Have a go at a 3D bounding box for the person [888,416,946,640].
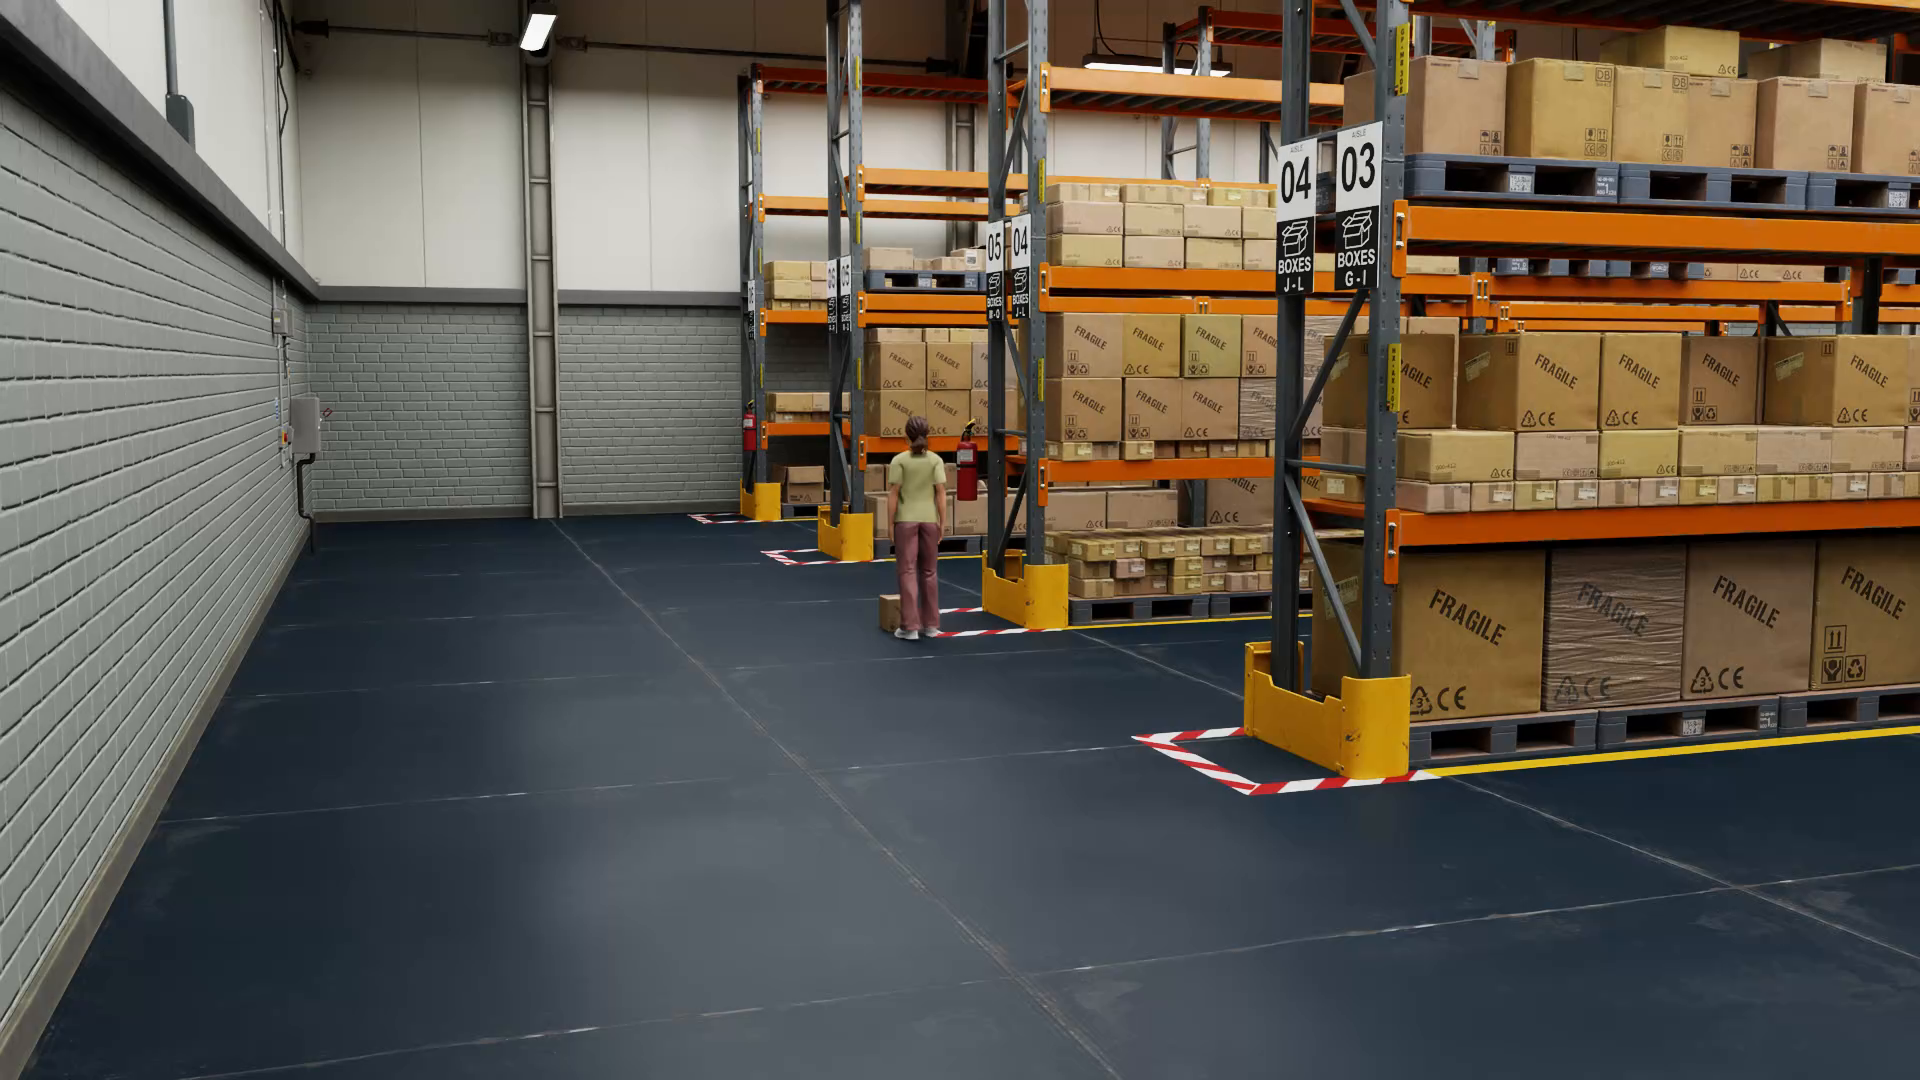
[{"bbox_3d":[-0.345,-0.098,12.490,0.444,1.672,0.442,-2,6,-17],"label":"person"}]
